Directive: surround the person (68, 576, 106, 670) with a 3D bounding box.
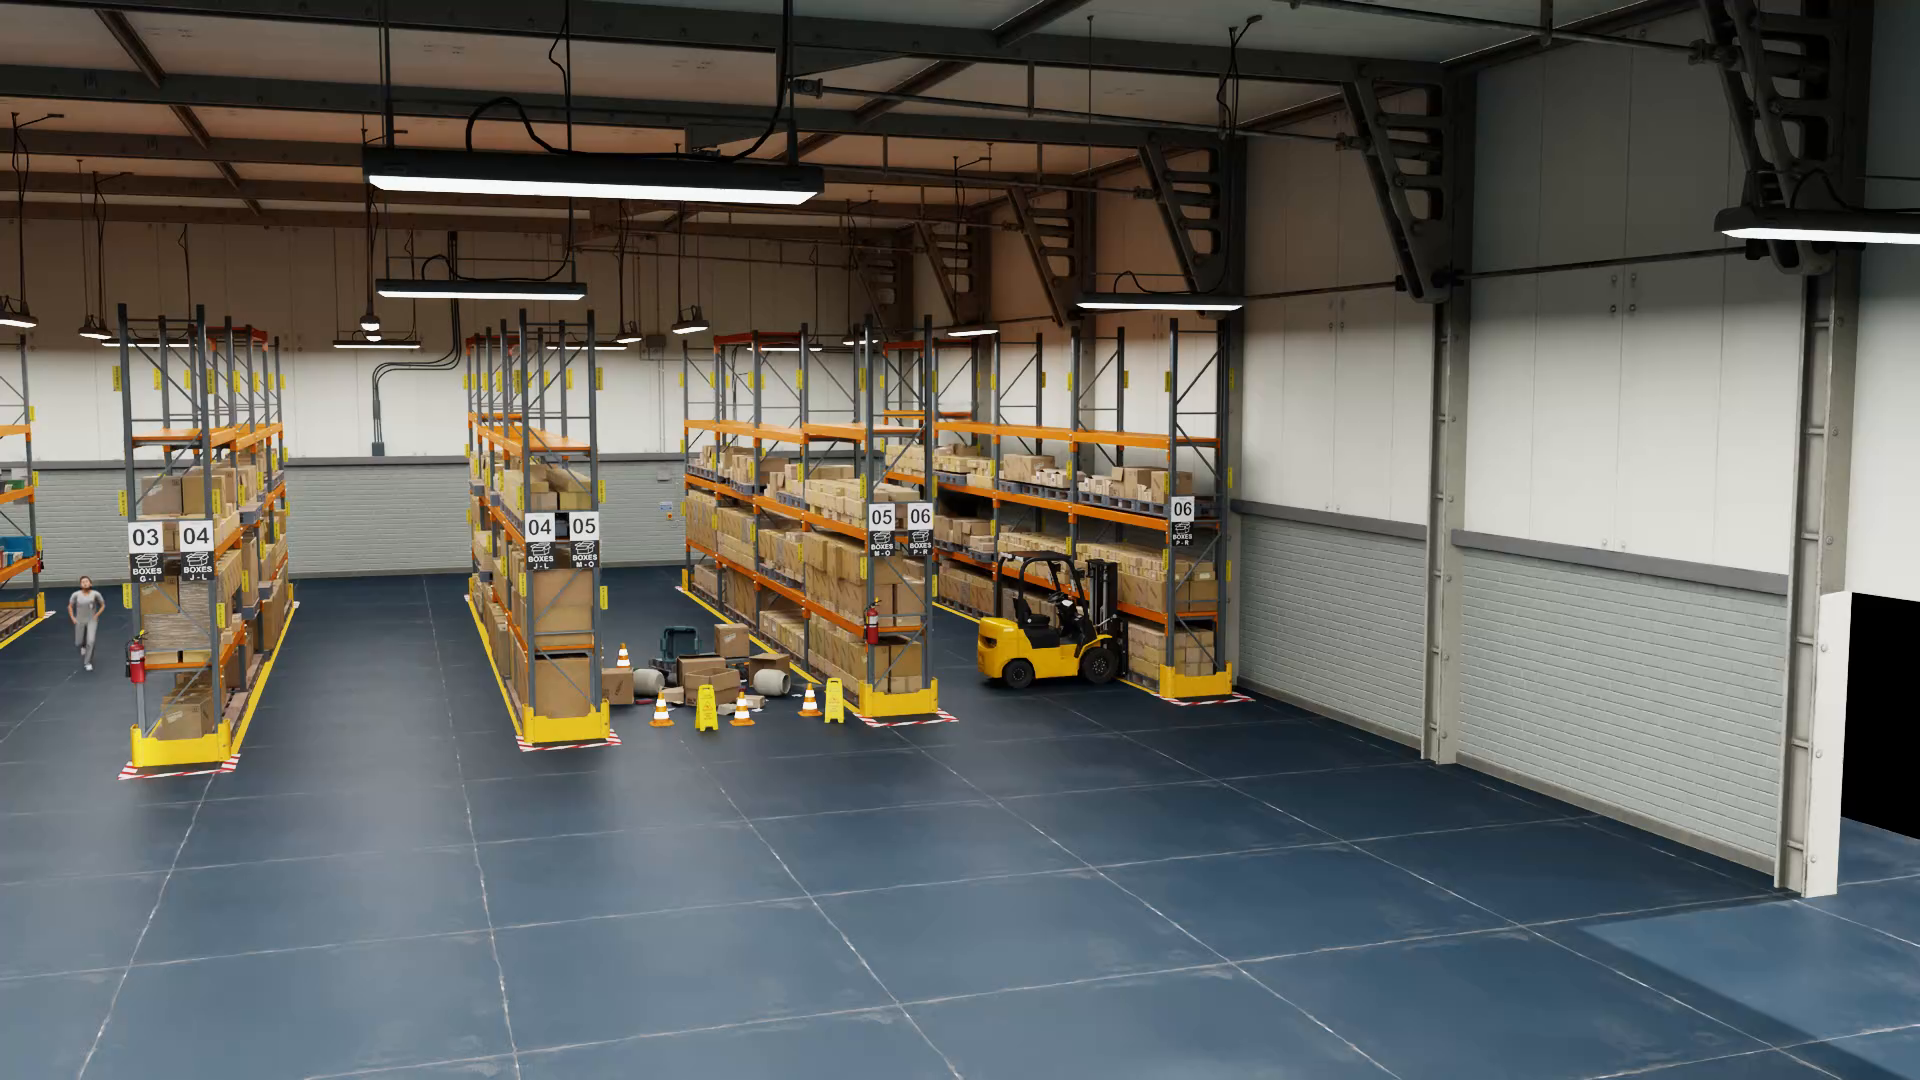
[{"bbox_3d":[-15.318,1.440,29.201,0.582,1.620,0.643,-2,6,-21],"label":"person"}]
